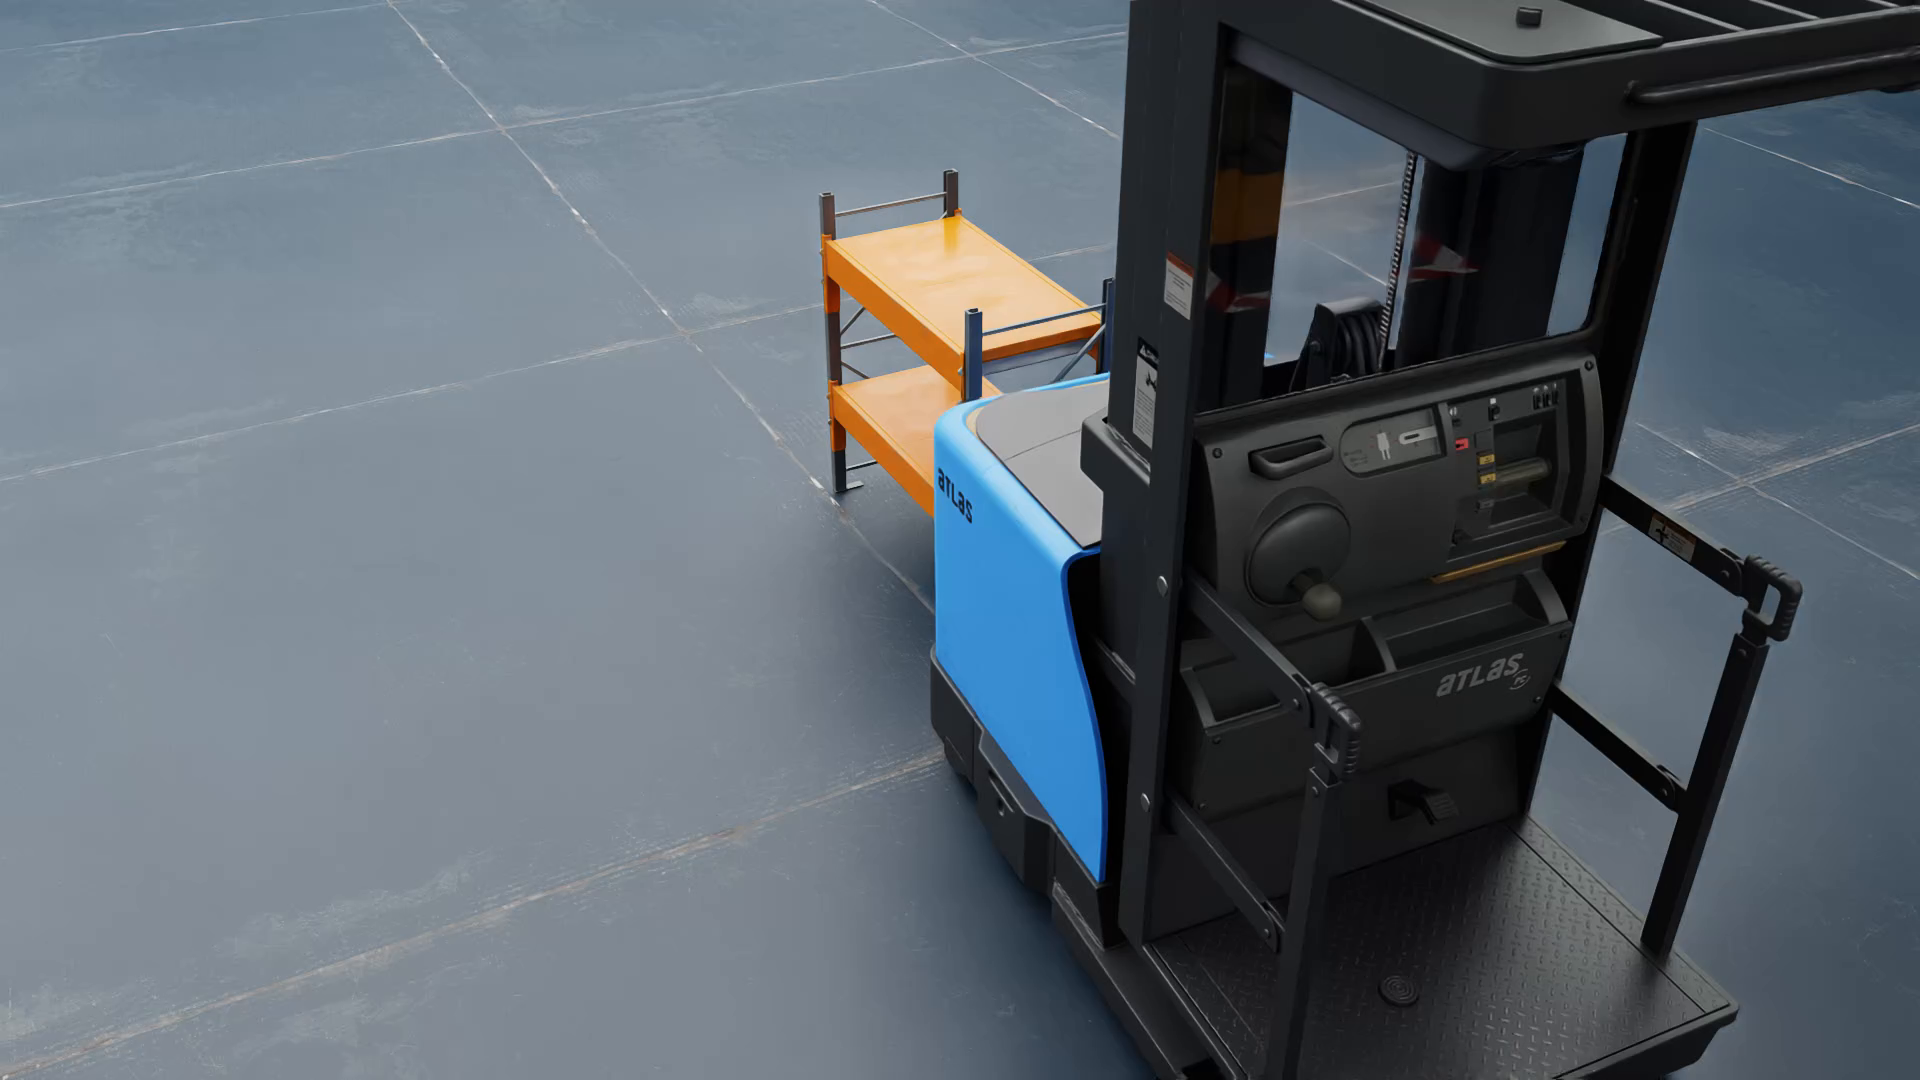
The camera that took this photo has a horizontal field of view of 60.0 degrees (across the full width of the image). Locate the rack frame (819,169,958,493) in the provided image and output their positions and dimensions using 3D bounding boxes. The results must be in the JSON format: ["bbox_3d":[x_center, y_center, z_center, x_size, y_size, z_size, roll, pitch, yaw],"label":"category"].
[{"bbox_3d":[-0.234,-0.713,5.820,0.500,1.125,0.032,-16,36,-23],"label":"rack frame"}]

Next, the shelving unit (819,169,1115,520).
[{"bbox_3d":[0.003,-0.470,5.442,0.538,1.125,1.048,-16,36,-23],"label":"shelving unit"}]

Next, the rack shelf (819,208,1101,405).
[{"bbox_3d":[0.003,-0.717,5.284,0.538,0.278,1.000,-16,36,-23],"label":"rack shelf"}]

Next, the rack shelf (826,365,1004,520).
[{"bbox_3d":[0.003,-0.265,5.573,0.538,0.278,1.000,-16,36,-23],"label":"rack shelf"}]

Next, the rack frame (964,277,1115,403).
[{"bbox_3d":[0.240,-0.228,5.063,0.500,1.125,0.032,-16,36,-23],"label":"rack frame"}]

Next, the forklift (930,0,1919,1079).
[{"bbox_3d":[0.978,-0.054,3.117,1.130,2.935,3.031,-14,35,-20],"label":"forklift"}]
